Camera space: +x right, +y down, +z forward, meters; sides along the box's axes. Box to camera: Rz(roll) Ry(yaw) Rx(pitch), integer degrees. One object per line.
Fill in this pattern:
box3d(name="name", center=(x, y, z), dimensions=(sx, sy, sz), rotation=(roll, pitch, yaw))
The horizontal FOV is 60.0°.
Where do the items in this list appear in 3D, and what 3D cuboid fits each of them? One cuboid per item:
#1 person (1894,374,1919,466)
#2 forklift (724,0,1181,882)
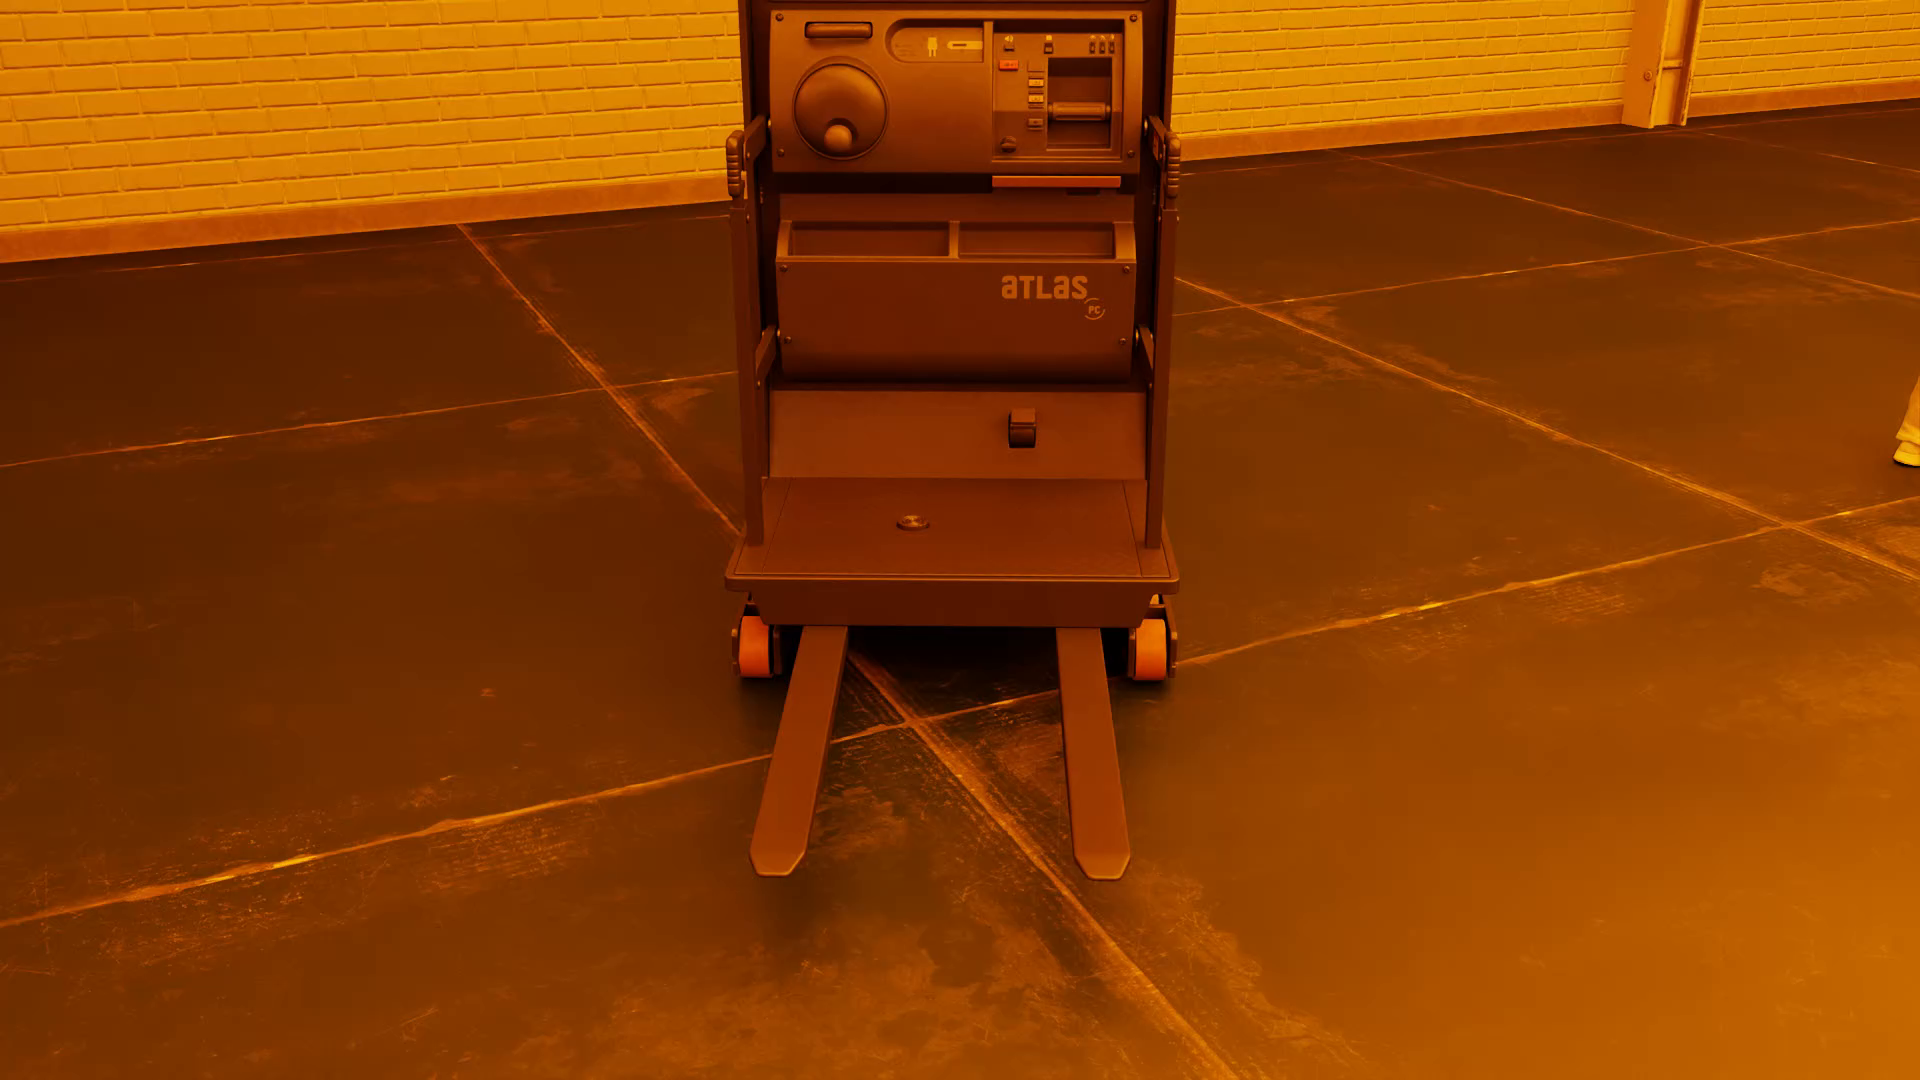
box3d(name="person", center=(3.398, -1.058, 5.344), dimensions=(0.436, 1.772, 0.649), rotation=(-5, 23, -11))
box3d(name="forklift", center=(-0.012, -1.112, 3.963), dimensions=(1.130, 2.935, 3.031), rotation=(0, 23, 1))
